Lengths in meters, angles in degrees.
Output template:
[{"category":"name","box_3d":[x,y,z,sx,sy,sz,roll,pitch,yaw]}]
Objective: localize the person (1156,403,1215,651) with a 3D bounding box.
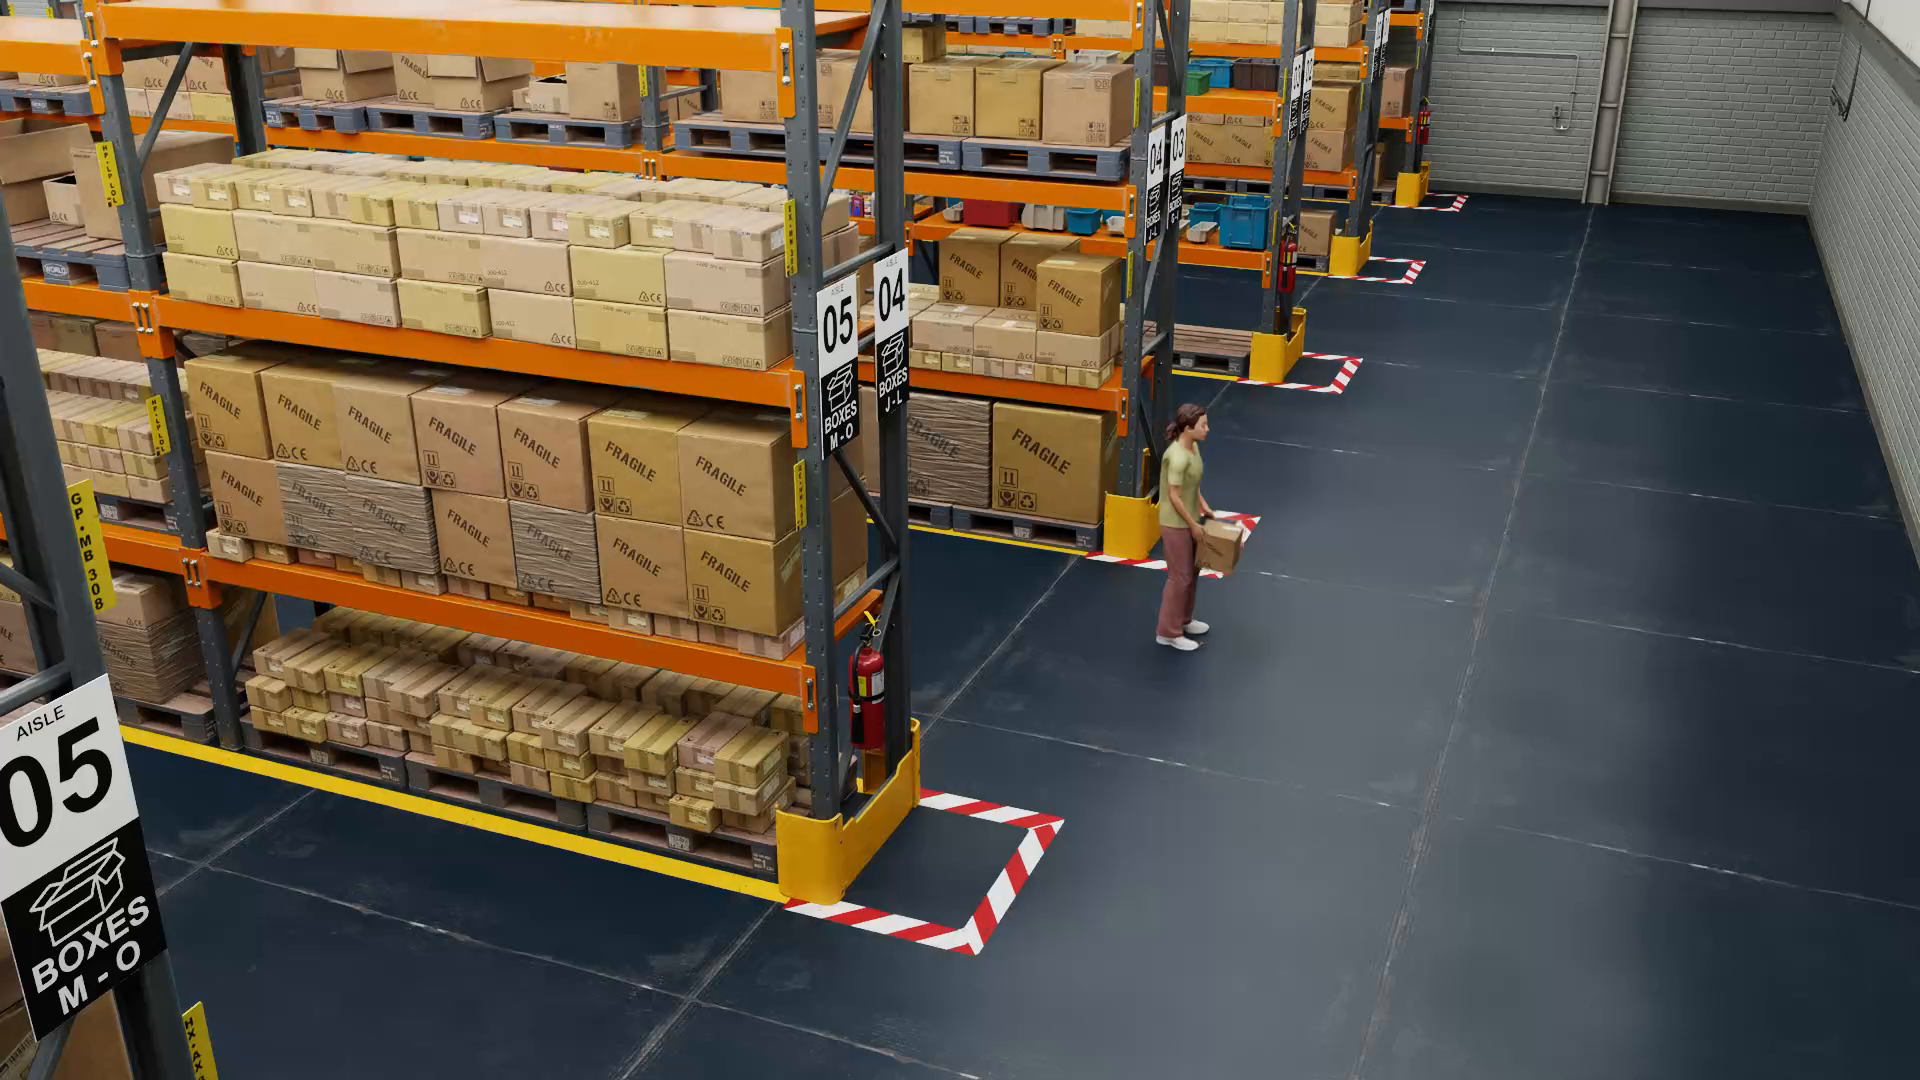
[{"category":"person","box_3d":[1.513,-0.113,11.180,0.366,1.676,0.475,8,24,19]}]
